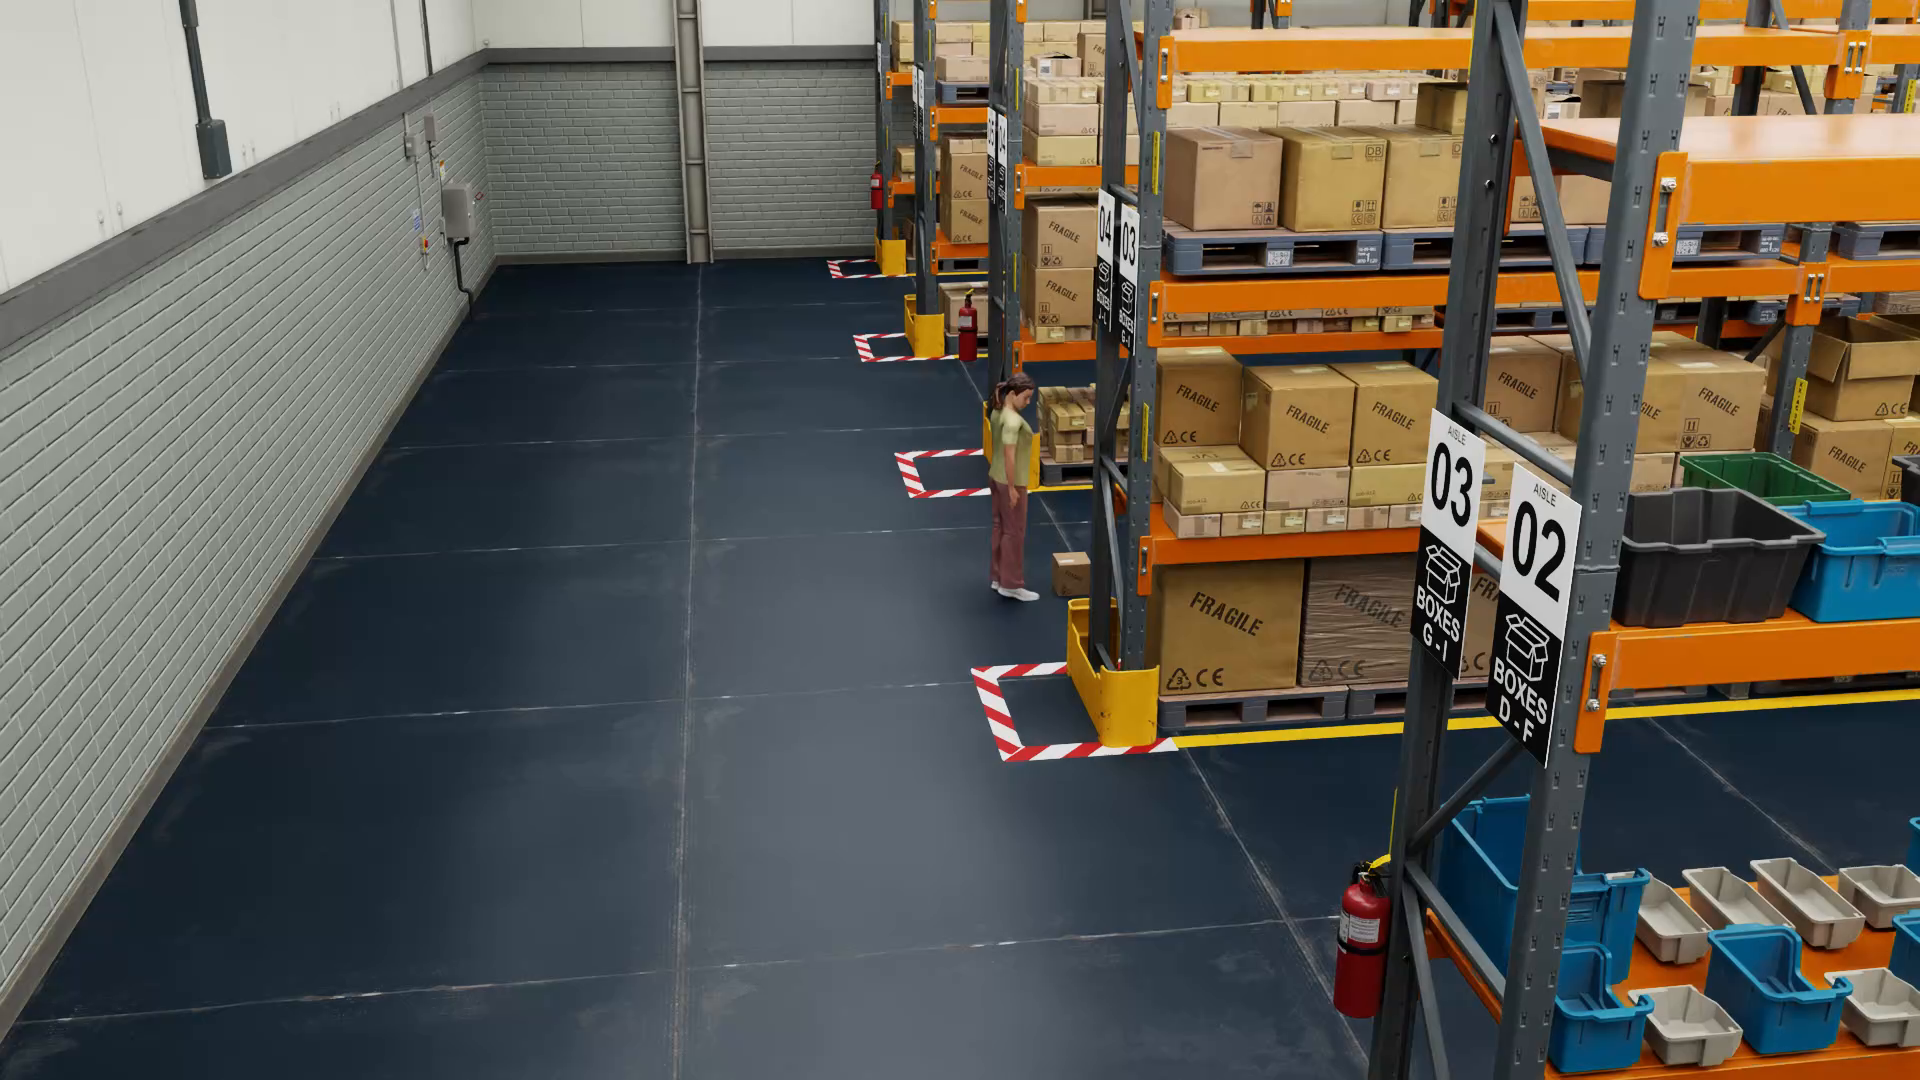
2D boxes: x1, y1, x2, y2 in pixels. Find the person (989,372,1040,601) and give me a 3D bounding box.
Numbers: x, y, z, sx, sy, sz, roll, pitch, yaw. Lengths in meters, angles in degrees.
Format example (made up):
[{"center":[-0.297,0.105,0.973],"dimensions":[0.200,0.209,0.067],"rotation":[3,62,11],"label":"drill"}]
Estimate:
[{"center":[0.369,-0.407,12.176],"dimensions":[0.309,1.696,0.530],"rotation":[-7,21,-19],"label":"person"}]
